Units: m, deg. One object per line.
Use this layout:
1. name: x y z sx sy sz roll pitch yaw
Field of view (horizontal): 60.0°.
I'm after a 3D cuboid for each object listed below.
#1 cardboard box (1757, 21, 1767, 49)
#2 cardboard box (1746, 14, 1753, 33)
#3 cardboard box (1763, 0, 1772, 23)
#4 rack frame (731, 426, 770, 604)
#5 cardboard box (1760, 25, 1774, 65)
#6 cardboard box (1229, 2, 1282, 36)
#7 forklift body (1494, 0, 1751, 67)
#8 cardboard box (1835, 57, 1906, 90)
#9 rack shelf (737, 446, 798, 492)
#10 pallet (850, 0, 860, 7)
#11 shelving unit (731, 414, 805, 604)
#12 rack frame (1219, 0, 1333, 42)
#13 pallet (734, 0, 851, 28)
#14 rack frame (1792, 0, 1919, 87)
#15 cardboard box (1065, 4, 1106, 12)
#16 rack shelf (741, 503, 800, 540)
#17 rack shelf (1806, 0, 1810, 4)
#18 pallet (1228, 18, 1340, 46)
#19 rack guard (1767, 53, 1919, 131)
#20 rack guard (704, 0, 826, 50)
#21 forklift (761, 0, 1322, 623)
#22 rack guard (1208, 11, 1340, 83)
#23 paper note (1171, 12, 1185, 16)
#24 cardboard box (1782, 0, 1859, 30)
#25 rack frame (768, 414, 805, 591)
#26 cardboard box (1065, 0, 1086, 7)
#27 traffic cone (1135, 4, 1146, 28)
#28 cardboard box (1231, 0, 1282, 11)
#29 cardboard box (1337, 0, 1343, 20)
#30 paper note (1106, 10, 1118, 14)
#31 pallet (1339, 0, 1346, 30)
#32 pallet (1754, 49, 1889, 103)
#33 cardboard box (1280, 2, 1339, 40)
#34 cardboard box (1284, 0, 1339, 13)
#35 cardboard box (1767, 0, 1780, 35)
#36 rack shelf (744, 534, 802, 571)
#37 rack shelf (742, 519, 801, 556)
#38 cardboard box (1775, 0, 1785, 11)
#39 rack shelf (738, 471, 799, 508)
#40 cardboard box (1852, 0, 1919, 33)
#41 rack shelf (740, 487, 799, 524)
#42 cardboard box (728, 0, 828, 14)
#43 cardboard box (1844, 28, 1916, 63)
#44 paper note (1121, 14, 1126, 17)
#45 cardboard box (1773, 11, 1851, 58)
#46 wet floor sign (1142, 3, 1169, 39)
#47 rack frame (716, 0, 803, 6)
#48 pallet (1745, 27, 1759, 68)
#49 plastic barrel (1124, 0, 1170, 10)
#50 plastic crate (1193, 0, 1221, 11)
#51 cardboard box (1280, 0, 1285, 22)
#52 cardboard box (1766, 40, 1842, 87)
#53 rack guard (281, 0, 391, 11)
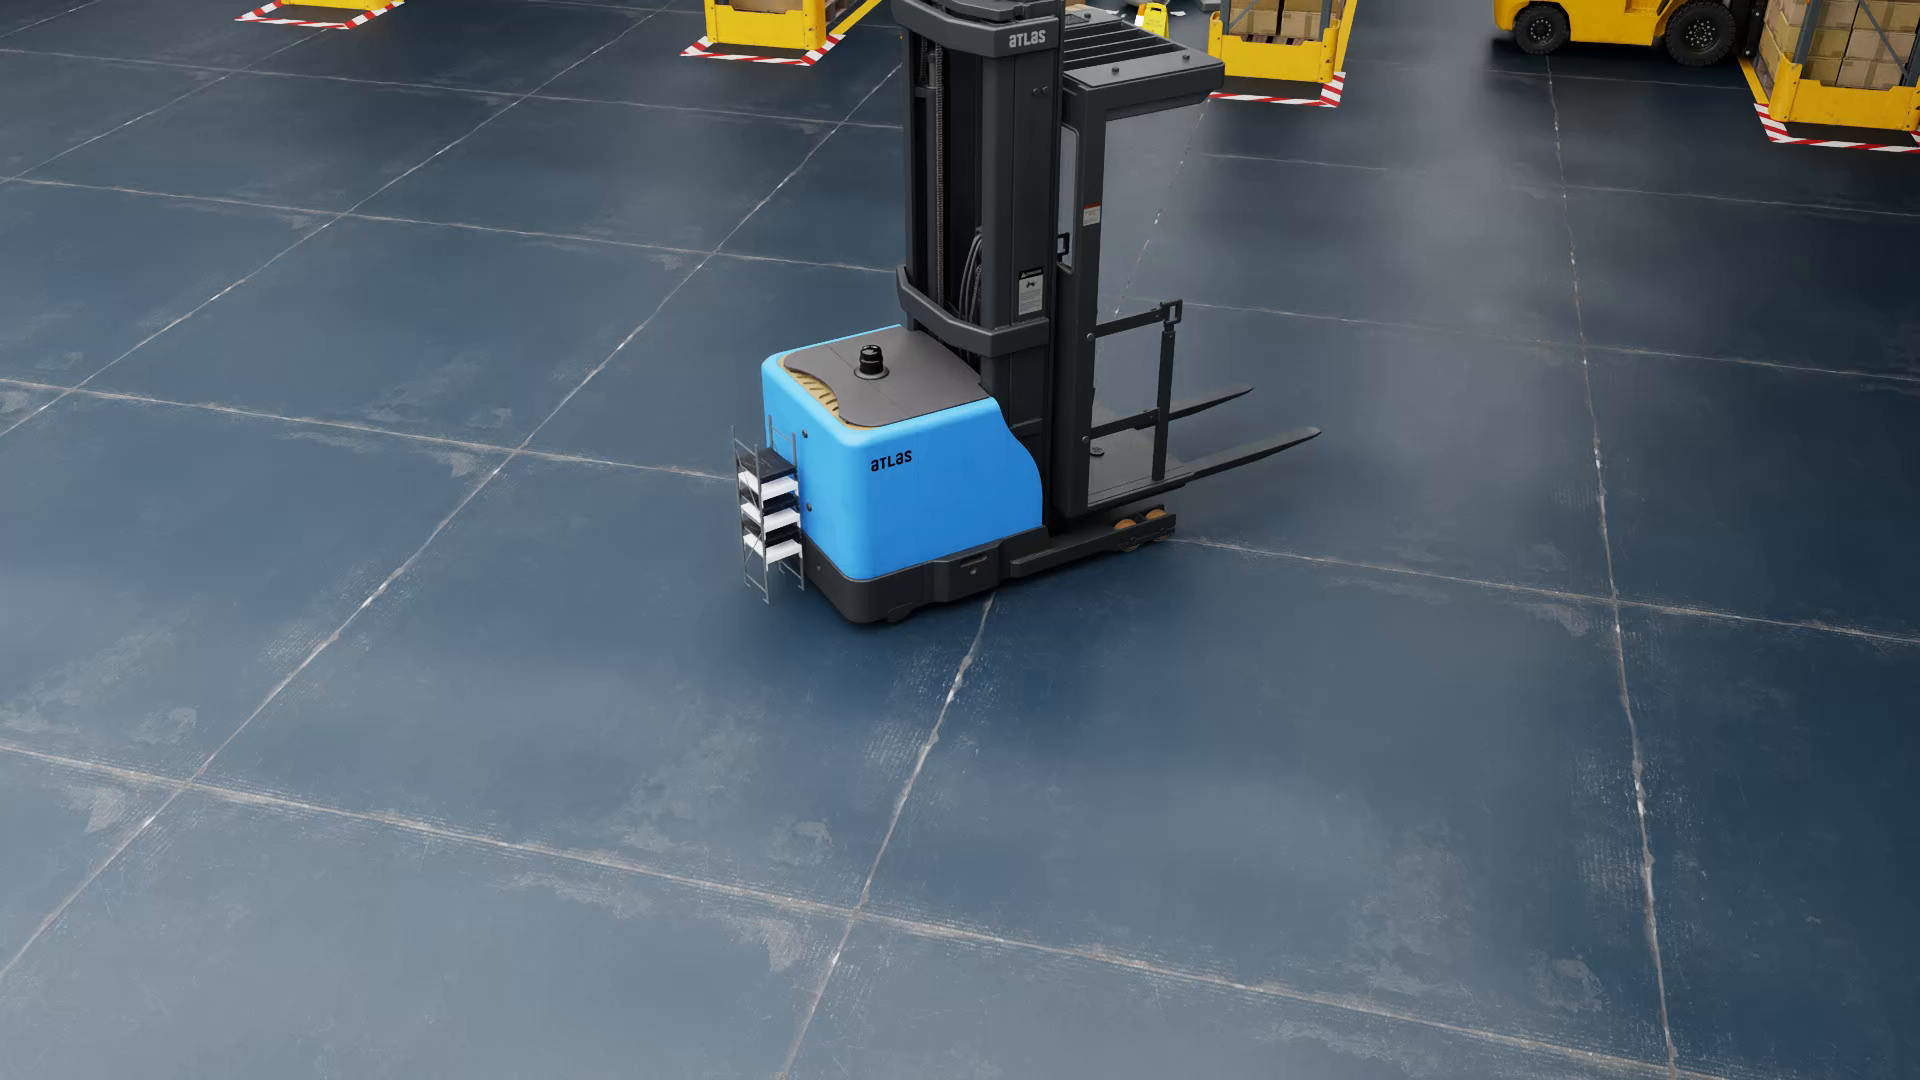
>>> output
1. cardboard box: 7.784 -4.765 15.621 0.500 0.250 0.500 8 33 13
2. cardboard box: 7.894 -5.038 16.050 0.500 0.250 0.500 9 34 14
3. cardboard box: 7.769 -4.999 15.523 0.500 0.250 0.500 7 33 11
4. rack frame: -1.017 -0.113 8.089 0.006 0.900 0.240 -21 38 -30
5. cardboard box: 7.649 -4.507 15.215 0.500 0.250 0.500 8 33 12
6. cardboard box: 2.848 -5.106 16.157 0.500 0.250 0.500 8 33 12
7. forklift body: 6.416 -5.821 15.901 2.313 2.155 1.214 8 33 12
8. cardboard box: 8.013 -4.192 14.719 0.500 0.250 0.500 8 33 13
9. rack shelf: -0.935 -0.345 8.012 0.200 0.077 0.258 -21 38 -30
10. pallet: -1.477 -6.122 18.183 1.003 0.211 1.213 8 33 12
11. shelving unit: -0.935 -0.145 8.139 0.210 0.900 0.258 -21 38 -30
12. rack frame: 2.898 -5.620 14.795 1.000 3.000 0.127 8 33 12
13. pallet: -1.789 -5.491 17.190 1.003 0.211 1.213 8 33 12
14. rack frame: 7.700 -4.946 13.735 1.000 3.000 0.127 8 33 12
15. cardboard box: 1.276 -5.372 17.062 0.380 0.149 0.250 28 42 36
16. rack shelf: -0.935 -0.117 8.157 0.200 0.077 0.258 -21 38 -30
17. rack shelf: 8.207 -5.681 15.560 1.077 0.370 4.000 8 33 12
18. pallet: 3.157 -4.900 16.261 1.003 0.211 1.213 8 33 12
19. rack guard: 7.694 -3.879 14.386 1.175 0.500 0.348 8 33 12
20. rack guard: -1.922 -5.174 16.423 1.175 0.500 0.348 8 33 12
21. forklift: 0.545 -1.405 8.229 3.031 2.935 1.130 -17 36 -25
22. rack guard: 2.917 -4.605 15.527 1.175 0.500 0.348 8 33 12
23. paper note: 2.285 -5.513 17.394 0.142 0.019 0.148 -3 33 -4
24. cardboard box: 7.515 -4.667 14.534 0.500 0.250 0.500 9 34 14
25. rack frame: -0.853 -0.177 8.190 0.006 0.900 0.240 -21 38 -30
26. cardboard box: 0.894 -5.823 17.441 0.797 0.503 0.637 -14 35 -21
27. traffic cone: 1.759 -4.948 16.103 0.336 0.463 0.334 8 33 12
28. cardboard box: 2.849 -5.405 15.928 0.500 0.500 0.500 8 33 13
29. cardboard box: 3.507 -5.282 16.434 0.500 0.250 0.500 9 34 14
30. paper note: 1.573 -5.544 17.454 0.148 0.019 0.142 20 38 29
31. pallet: 3.469 -5.531 17.253 1.003 0.211 1.213 8 33 12
32. pallet: 7.853 -4.172 15.116 1.003 0.211 1.213 8 33 12
33. cardboard box: 3.370 -5.018 16.019 0.500 0.250 0.500 8 33 12
34. cardboard box: 3.375 -5.347 15.837 0.500 0.500 0.500 7 33 11
35. cardboard box: 7.658 -4.728 15.097 0.500 0.250 0.500 8 33 12
36. rack shelf: -0.935 0.035 8.254 0.200 0.077 0.258 -21 38 -30
37. rack shelf: -0.935 -0.041 8.205 0.200 0.077 0.258 -21 38 -30
38. cardboard box: 7.639 -4.932 14.952 0.500 0.250 0.500 9 33 13
39. rack shelf: -0.935 -0.269 8.061 0.200 0.077 0.258 -21 38 -30
40. cardboard box: 8.005 -4.609 14.443 0.500 0.250 0.500 8 33 12
41. rack shelf: -0.935 -0.193 8.109 0.200 0.077 0.258 -21 38 -30
42. cardboard box: -1.808 -5.883 16.798 0.875 0.875 0.875 8 33 13
43. cardboard box: 8.020 -4.390 14.565 0.500 0.250 0.500 9 33 13
44. paper note: 1.704 -5.470 17.344 0.032 0.001 0.123 8 33 12
45. cardboard box: 7.521 -4.469 14.690 0.500 0.250 0.500 8 33 12
46. wet floor sign: 1.814 -4.674 15.501 0.267 0.644 0.232 20 38 29
47. rack frame: -1.916 -6.242 15.772 1.000 3.000 0.127 8 33 12
48. pallet: 8.165 -4.803 16.109 1.003 0.211 1.213 8 33 12
49. plastic barrel: 1.957 -5.811 17.496 0.421 0.421 0.512 -21 38 -29
50. plastic crate: 2.721 -5.761 17.737 0.402 0.080 0.583 -3 33 -4
51. cardboard box: 2.982 -5.361 16.558 0.500 0.250 0.500 8 33 13
52. cardboard box: 7.513 -4.250 14.811 0.500 0.250 0.500 8 33 13
53. rack guard: -6.669 -5.954 17.650 1.175 0.500 0.348 8 33 12
